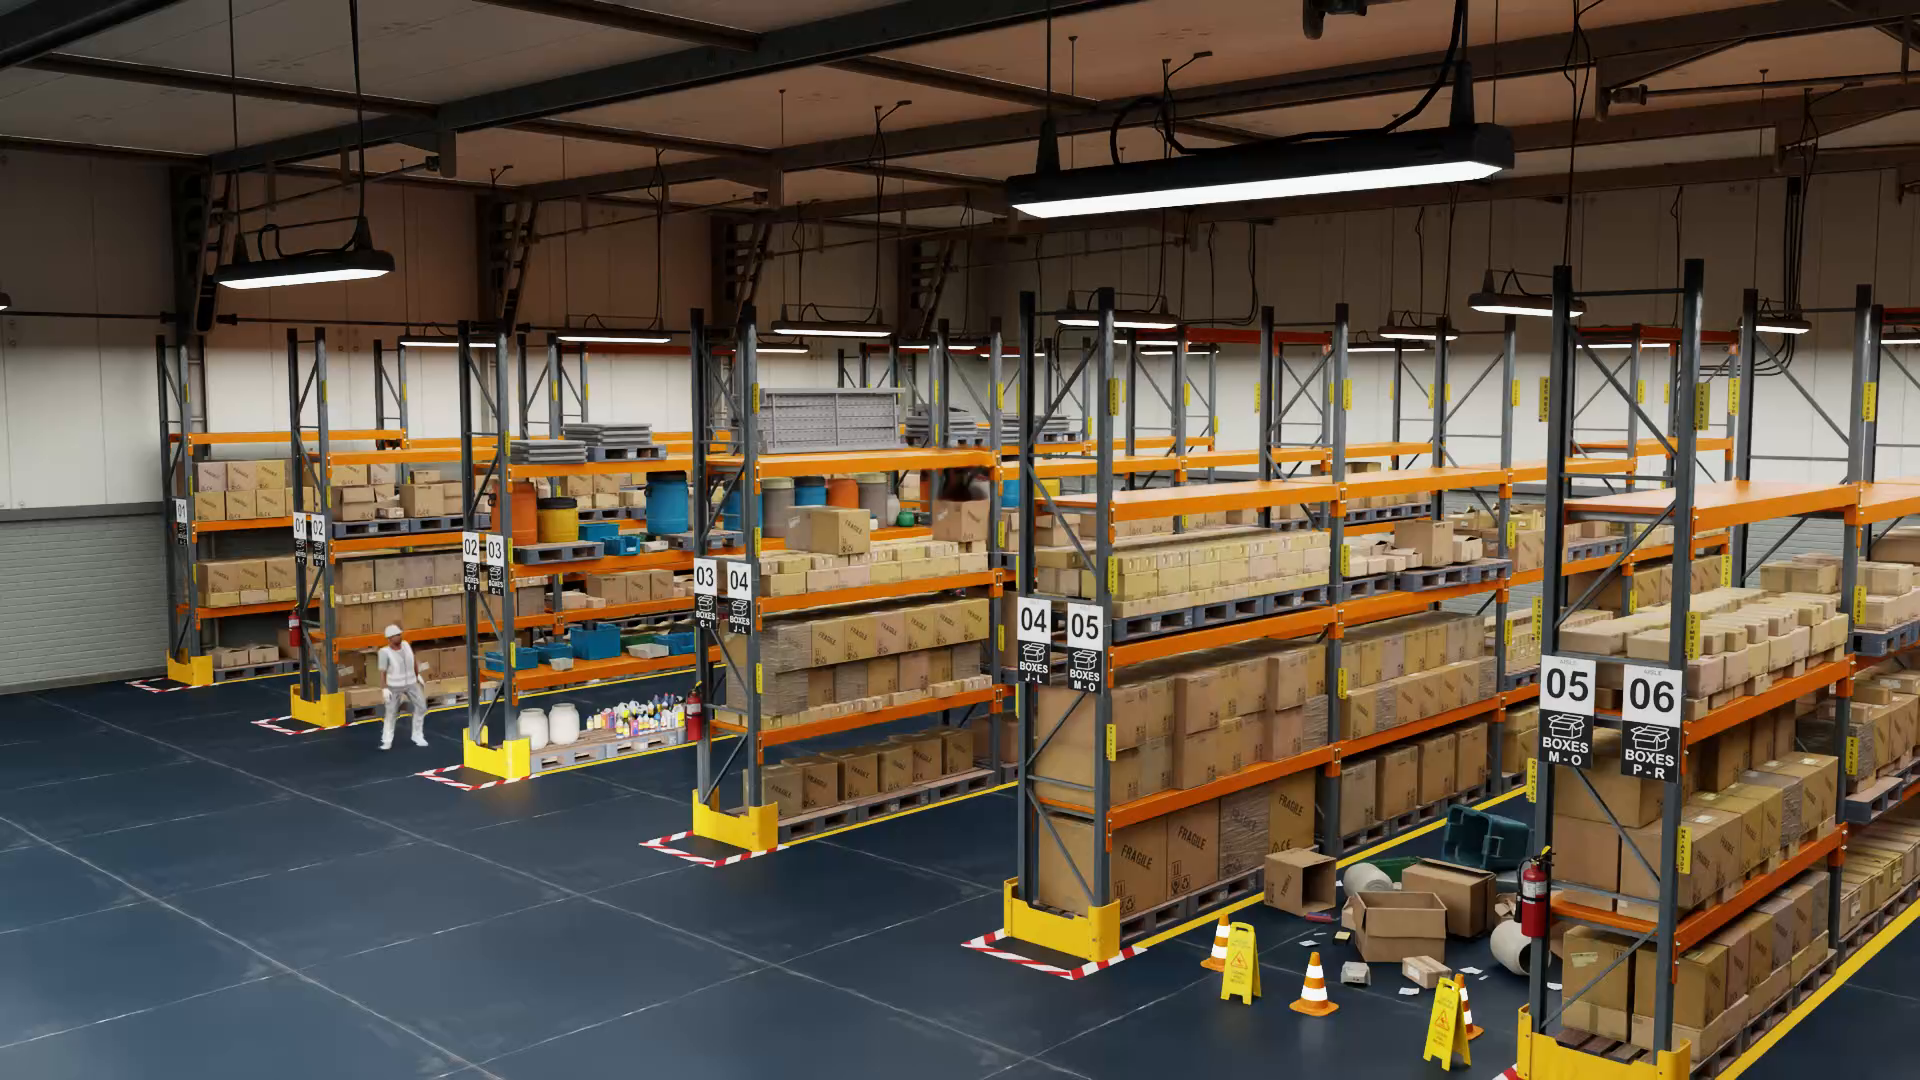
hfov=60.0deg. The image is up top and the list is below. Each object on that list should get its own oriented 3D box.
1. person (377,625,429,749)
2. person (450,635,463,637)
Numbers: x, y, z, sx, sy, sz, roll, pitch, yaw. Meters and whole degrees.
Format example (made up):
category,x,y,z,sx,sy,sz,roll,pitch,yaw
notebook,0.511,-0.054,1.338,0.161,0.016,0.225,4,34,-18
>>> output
category,x,y,z,sx,sy,sz,roll,pitch,yaw
person,-7.905,2.080,23.592,0.724,1.795,0.490,-5,8,-44
person,-8.748,1.595,29.134,0.550,1.688,0.545,-1,5,-9
